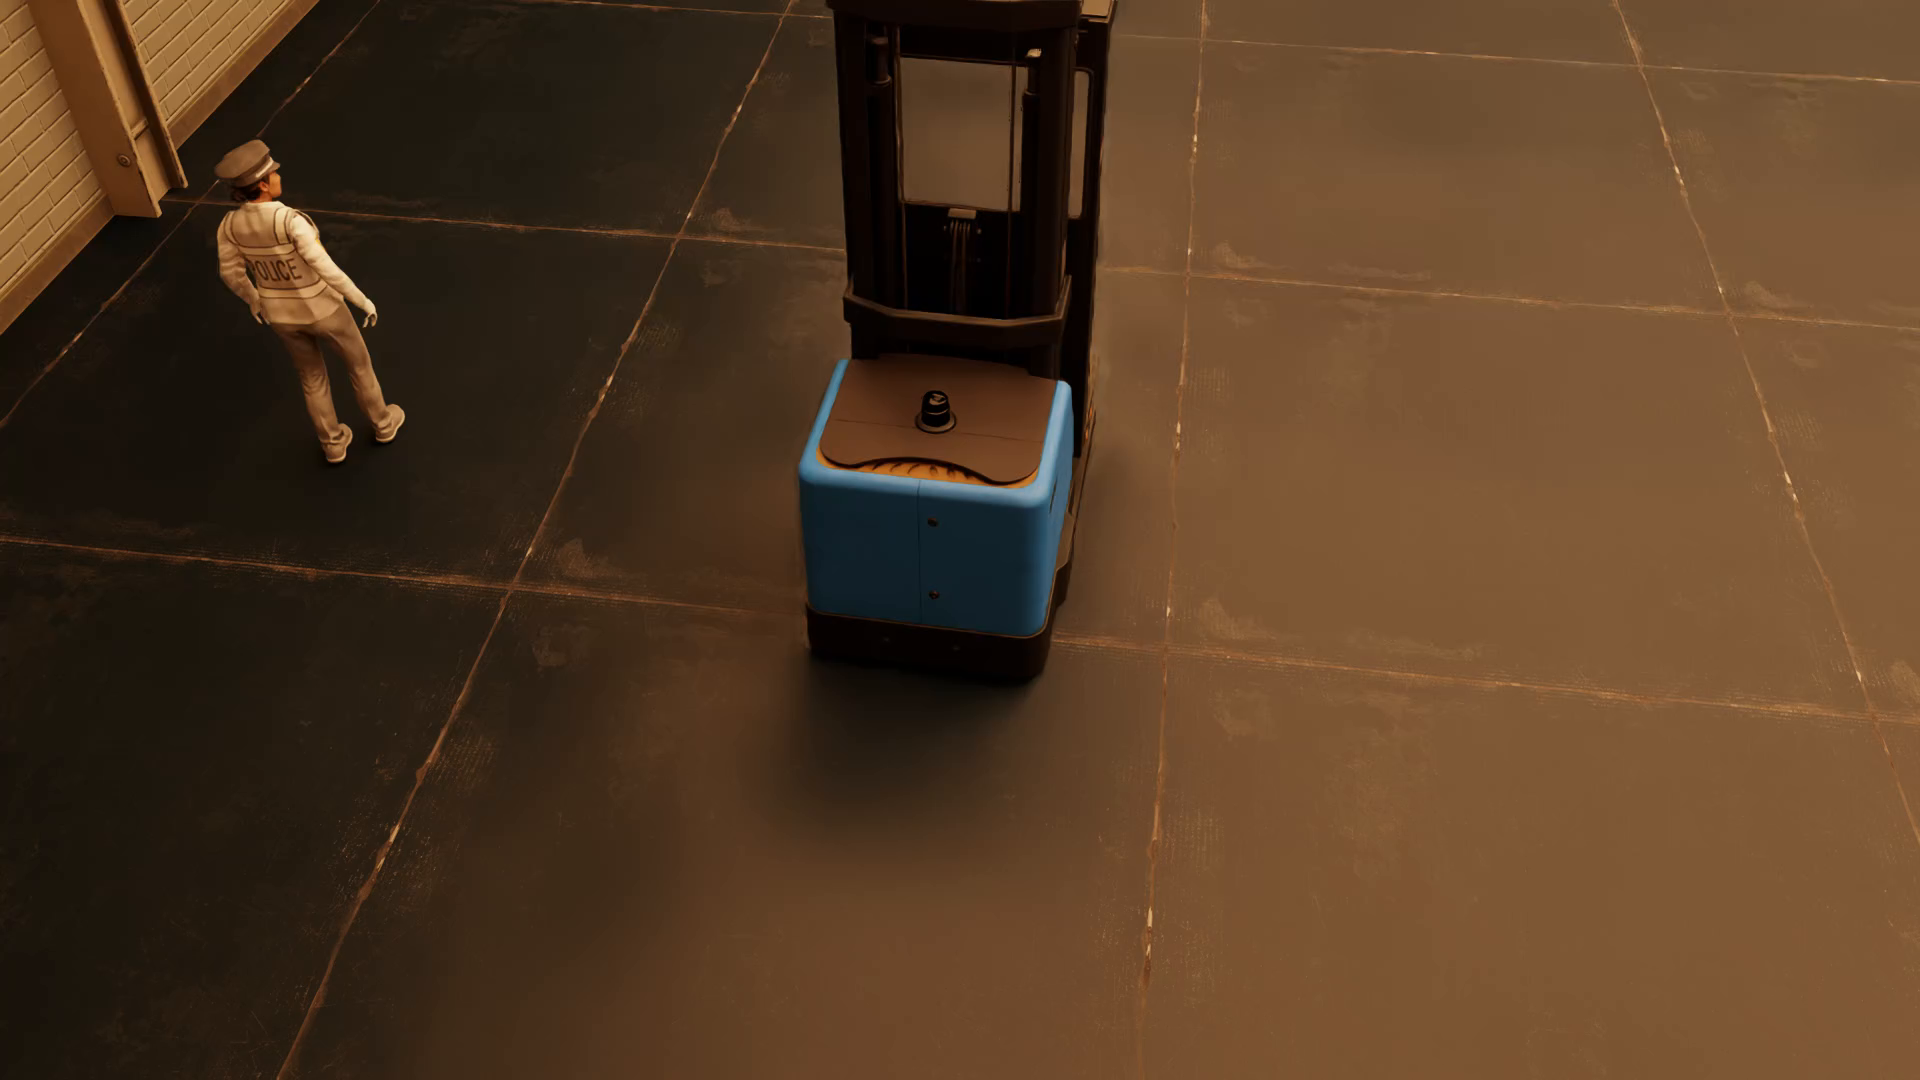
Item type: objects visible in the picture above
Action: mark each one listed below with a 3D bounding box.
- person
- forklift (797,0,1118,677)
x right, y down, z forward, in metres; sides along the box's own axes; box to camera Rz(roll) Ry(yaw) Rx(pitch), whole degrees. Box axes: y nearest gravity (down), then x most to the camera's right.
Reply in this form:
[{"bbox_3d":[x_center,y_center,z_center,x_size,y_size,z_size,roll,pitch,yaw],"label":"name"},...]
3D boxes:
[{"bbox_3d":[-3.080,-1.133,7.888,0.657,1.676,0.476,2,43,2],"label":"person"},{"bbox_3d":[0.087,-1.495,7.352,1.130,2.935,3.031,7,43,7],"label":"forklift"}]
